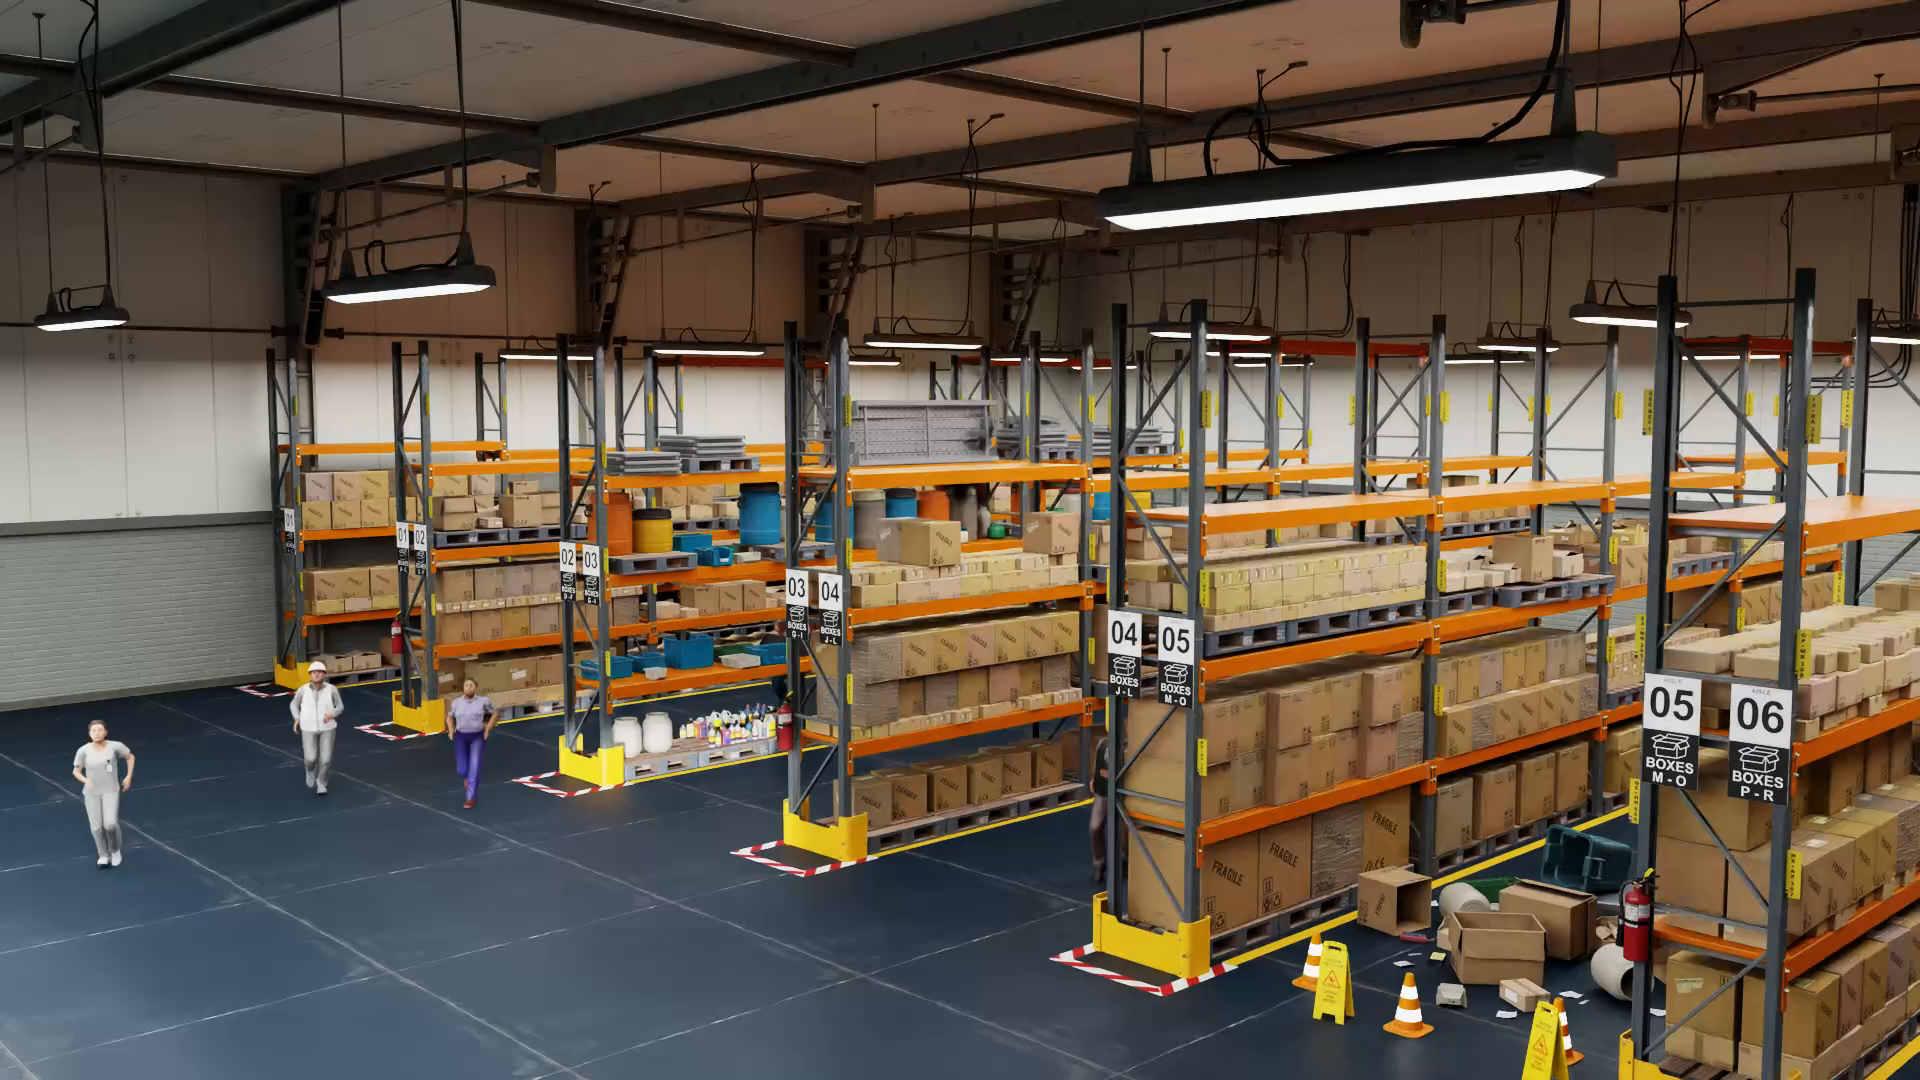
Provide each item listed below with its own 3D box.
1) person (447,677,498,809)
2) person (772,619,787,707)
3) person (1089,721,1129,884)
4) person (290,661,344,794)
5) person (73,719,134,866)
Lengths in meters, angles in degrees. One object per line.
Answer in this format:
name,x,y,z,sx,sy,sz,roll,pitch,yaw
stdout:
person,-6.196,2.544,21.118,0.620,1.621,0.755,-1,5,-7
person,-2.910,2.052,27.005,0.512,1.554,0.530,4,7,41
person,1.641,2.777,17.756,0.624,1.780,0.752,3,6,28
person,-8.302,2.442,21.500,0.657,1.729,0.569,-2,5,-21
person,-9.328,2.769,18.120,0.583,1.642,0.620,-2,5,-21
